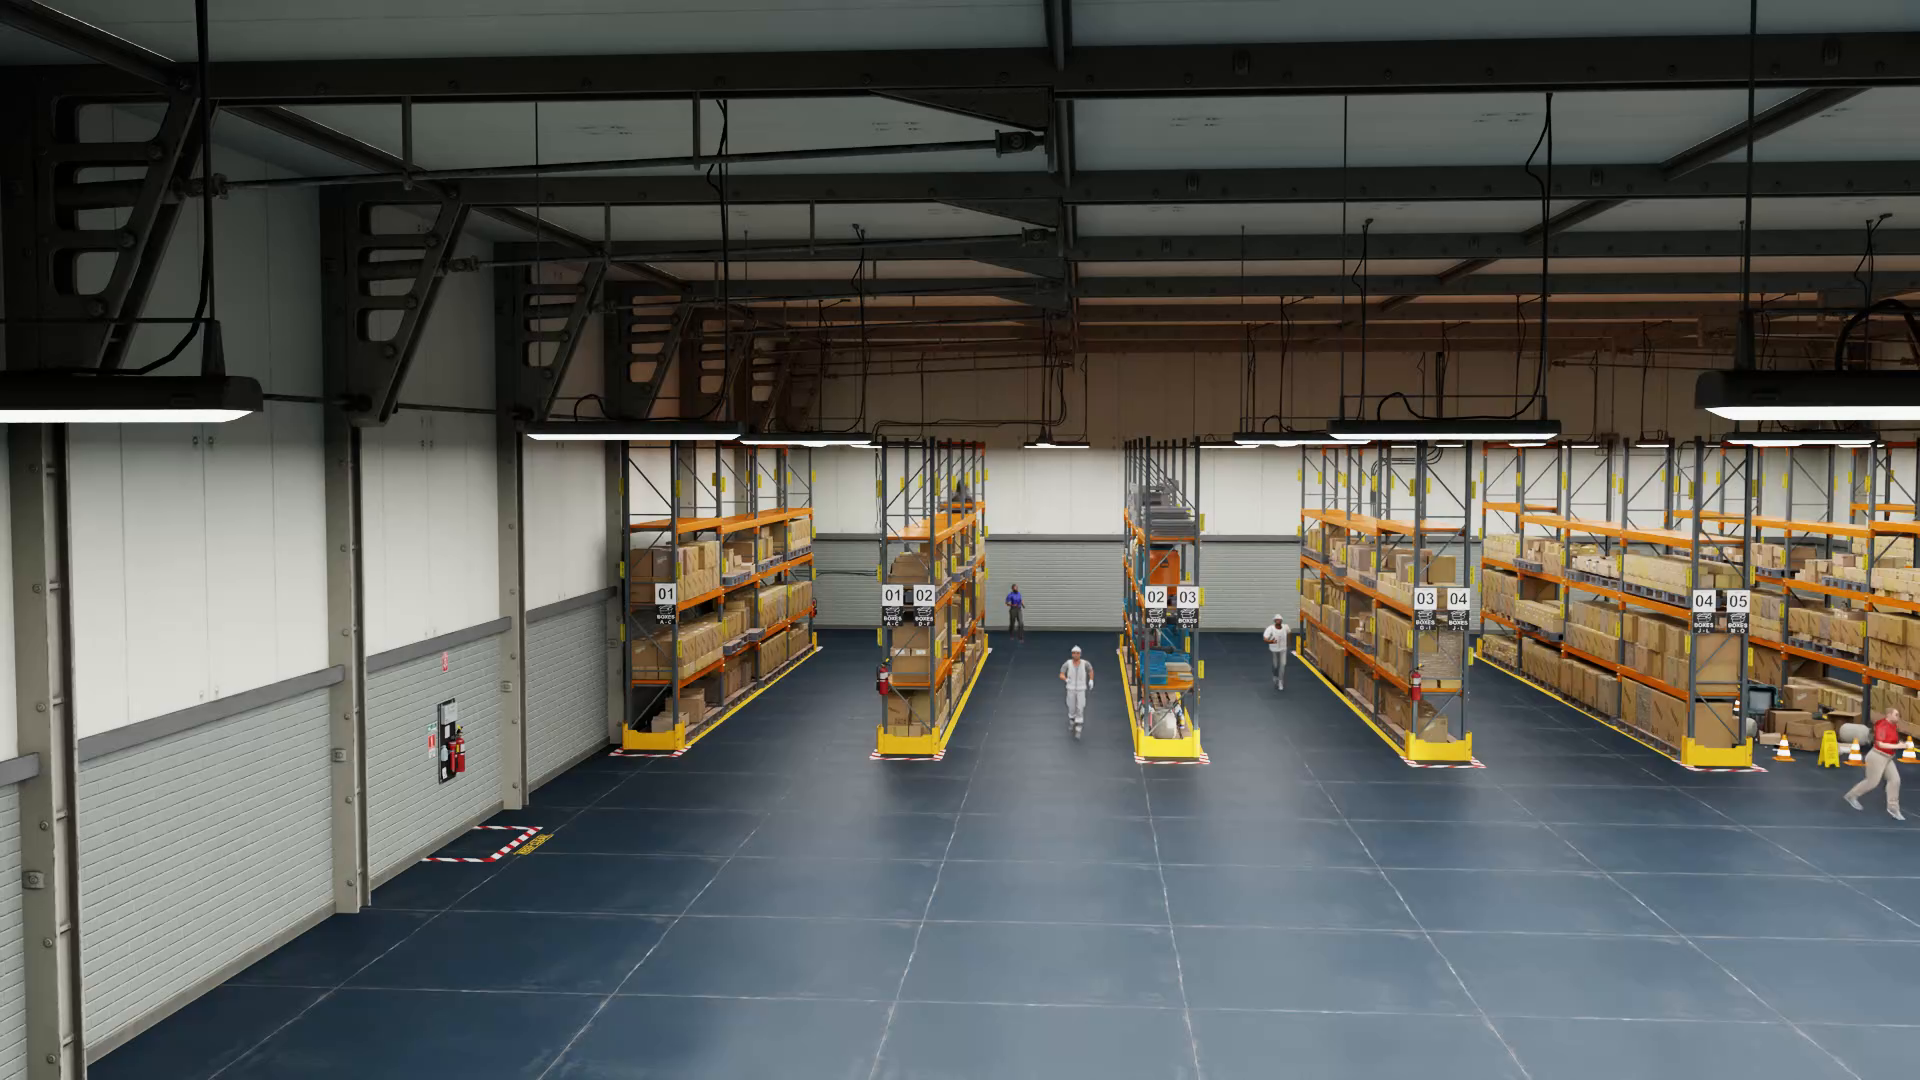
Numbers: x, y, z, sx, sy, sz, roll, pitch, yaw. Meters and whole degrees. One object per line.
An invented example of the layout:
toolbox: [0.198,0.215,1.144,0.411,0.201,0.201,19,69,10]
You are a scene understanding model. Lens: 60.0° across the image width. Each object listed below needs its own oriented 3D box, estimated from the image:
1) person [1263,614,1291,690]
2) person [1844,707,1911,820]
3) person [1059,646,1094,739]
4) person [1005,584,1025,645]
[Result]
person: [7.694,2.702,40.290,0.729,1.828,0.911,0,3,-1]
person: [14.414,3.497,26.113,0.671,1.792,0.952,-3,4,-41]
person: [2.340,3.030,33.406,0.685,1.806,0.884,0,3,5]
person: [1.566,2.120,47.696,0.611,1.738,0.724,-2,3,-29]
